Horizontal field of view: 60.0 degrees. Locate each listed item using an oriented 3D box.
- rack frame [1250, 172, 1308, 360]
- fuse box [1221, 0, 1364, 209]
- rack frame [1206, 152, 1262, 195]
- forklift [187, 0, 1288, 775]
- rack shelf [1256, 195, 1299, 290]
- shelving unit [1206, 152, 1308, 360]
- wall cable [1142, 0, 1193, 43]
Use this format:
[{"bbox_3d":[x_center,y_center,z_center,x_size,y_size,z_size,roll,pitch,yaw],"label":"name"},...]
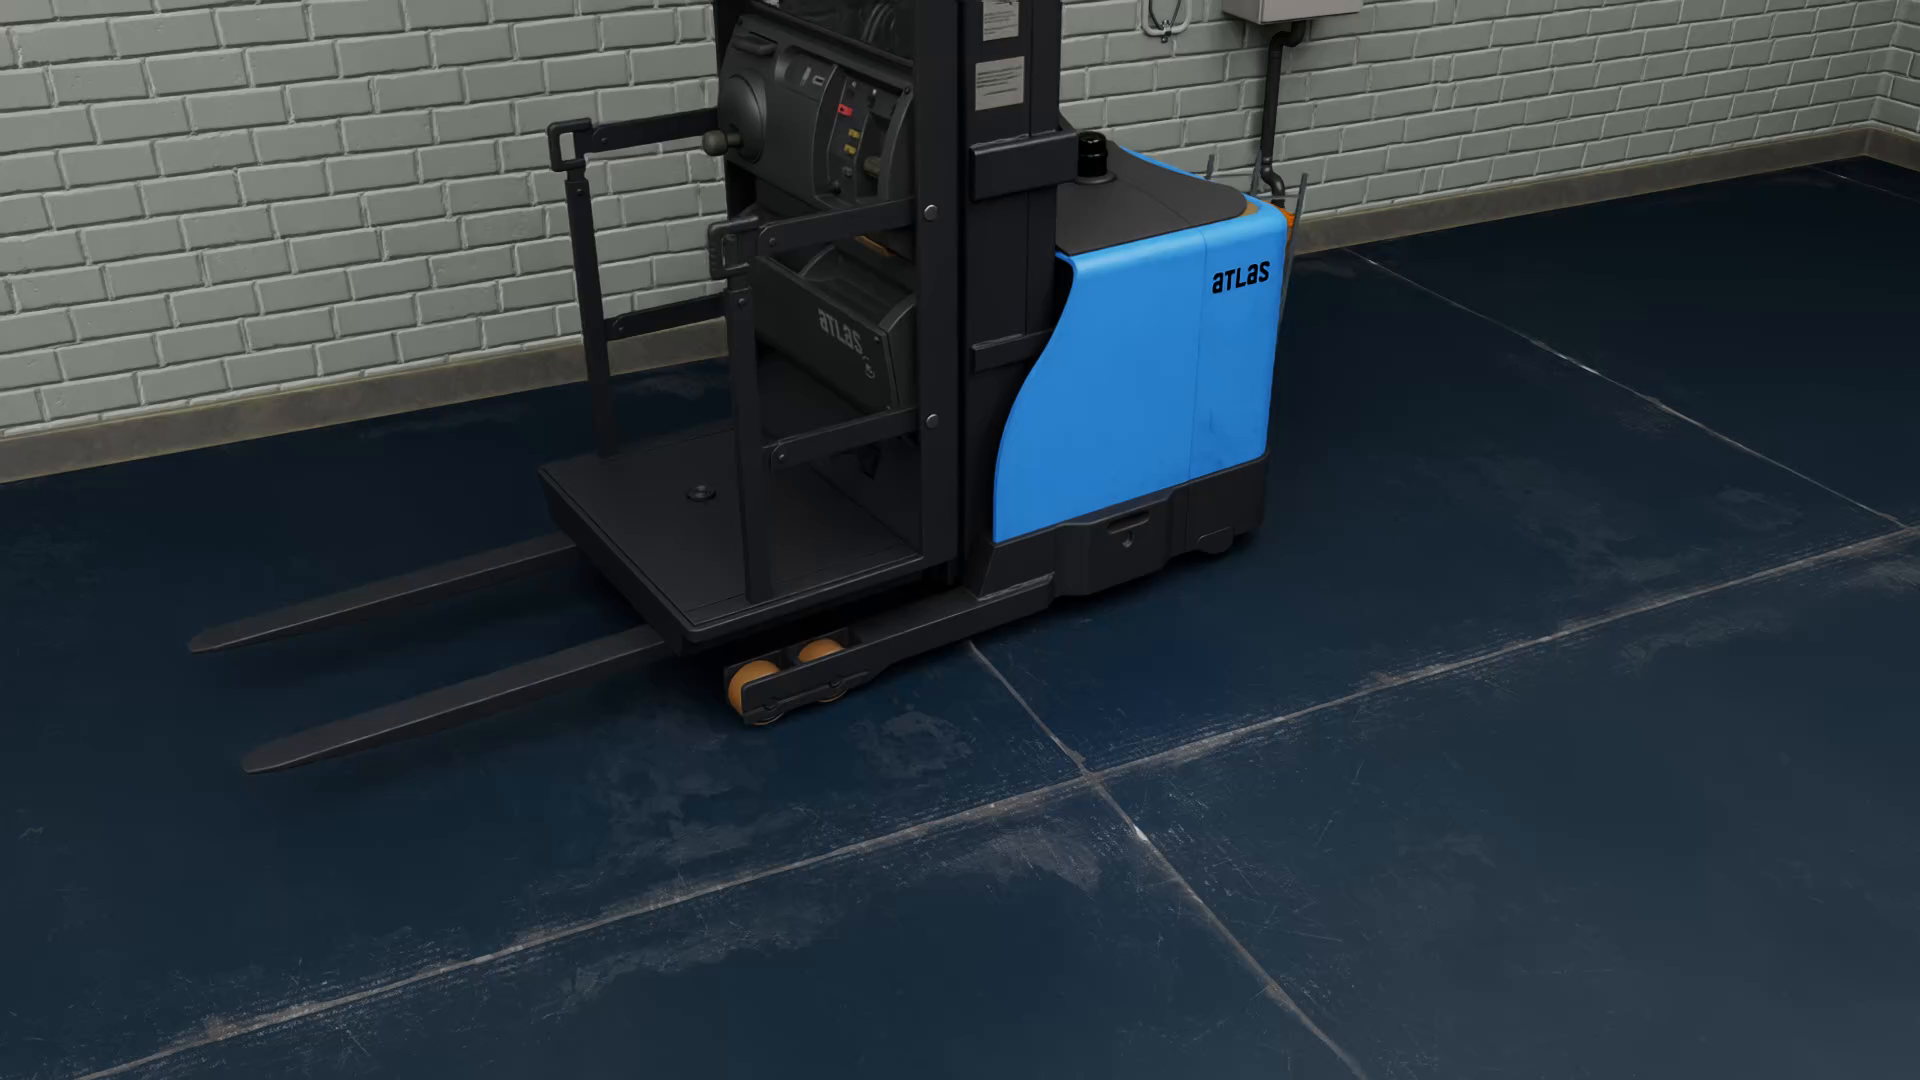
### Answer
[{"bbox_3d":[0.939,-0.654,5.325,0.200,1.050,0.008,-8,30,-25],"label":"rack frame"},{"bbox_3d":[1.409,-1.915,6.916,0.539,1.711,0.414,-13,32,-22],"label":"fuse box"},{"bbox_3d":[0.832,-0.762,5.516,0.200,1.050,0.008,-8,30,-25],"label":"rack frame"},{"bbox_3d":[-0.560,-1.086,4.190,3.031,2.935,1.130,-18,34,-28],"label":"forklift"},{"bbox_3d":[0.909,-0.950,5.297,0.215,0.259,0.240,-8,30,-25],"label":"rack shelf"},{"bbox_3d":[0.886,-0.708,5.421,0.215,1.050,0.252,-8,30,-25],"label":"shelving unit"},{"bbox_3d":[0.725,-2.847,6.221,0.588,1.984,0.122,-13,32,-22],"label":"wall cable"}]
